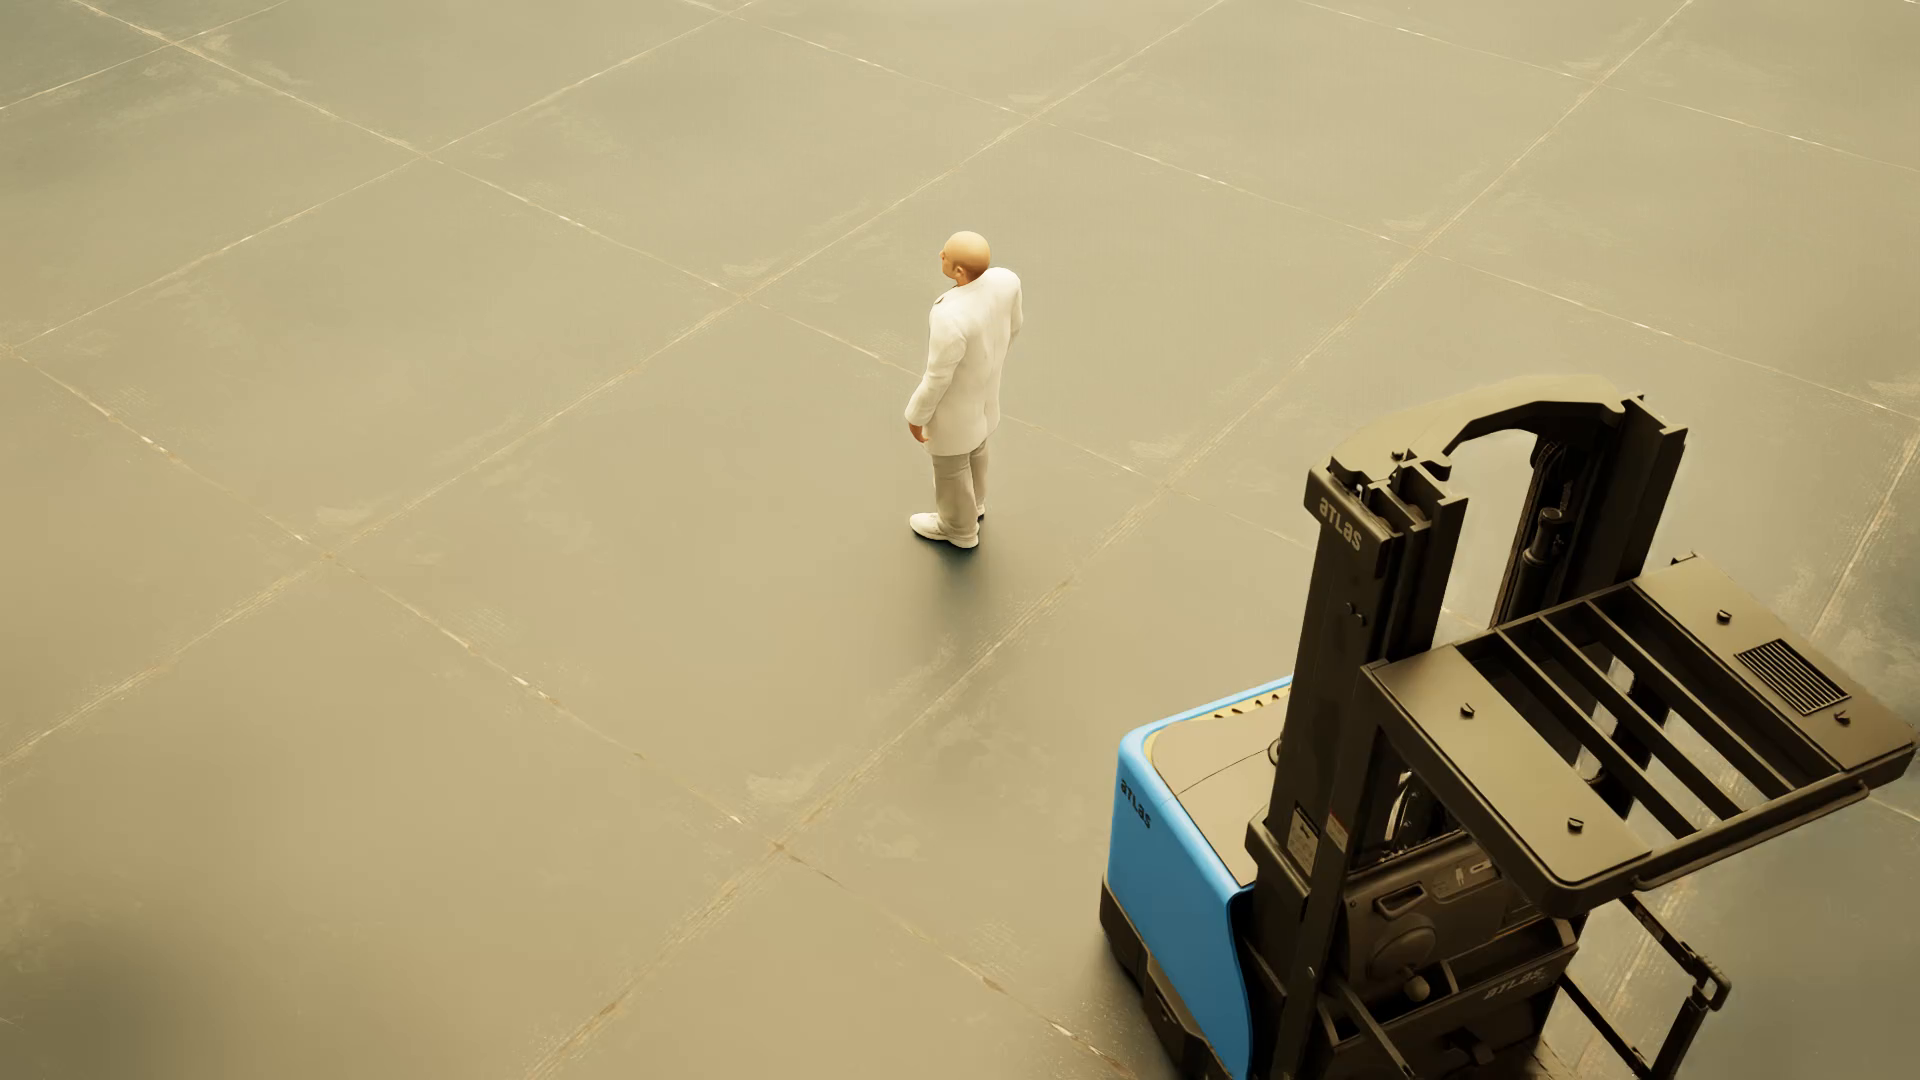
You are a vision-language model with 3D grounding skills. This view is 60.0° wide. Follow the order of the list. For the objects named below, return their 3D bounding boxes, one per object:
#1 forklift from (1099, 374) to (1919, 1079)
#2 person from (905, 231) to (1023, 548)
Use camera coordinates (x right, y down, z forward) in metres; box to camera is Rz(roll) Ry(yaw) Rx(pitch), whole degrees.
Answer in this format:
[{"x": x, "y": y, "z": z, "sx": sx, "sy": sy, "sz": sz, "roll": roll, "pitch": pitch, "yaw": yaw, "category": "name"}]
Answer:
[{"x": 1.612, "y": 1.131, "z": 4.747, "sx": 1.130, "sy": 2.935, "sz": 3.031, "roll": -16, "pitch": 43, "yaw": -18, "category": "forklift"}, {"x": -0.070, "y": -0.720, "z": 7.797, "sx": 0.578, "sy": 1.777, "sz": 0.696, "roll": 26, "pitch": 47, "yaw": 28, "category": "person"}]
